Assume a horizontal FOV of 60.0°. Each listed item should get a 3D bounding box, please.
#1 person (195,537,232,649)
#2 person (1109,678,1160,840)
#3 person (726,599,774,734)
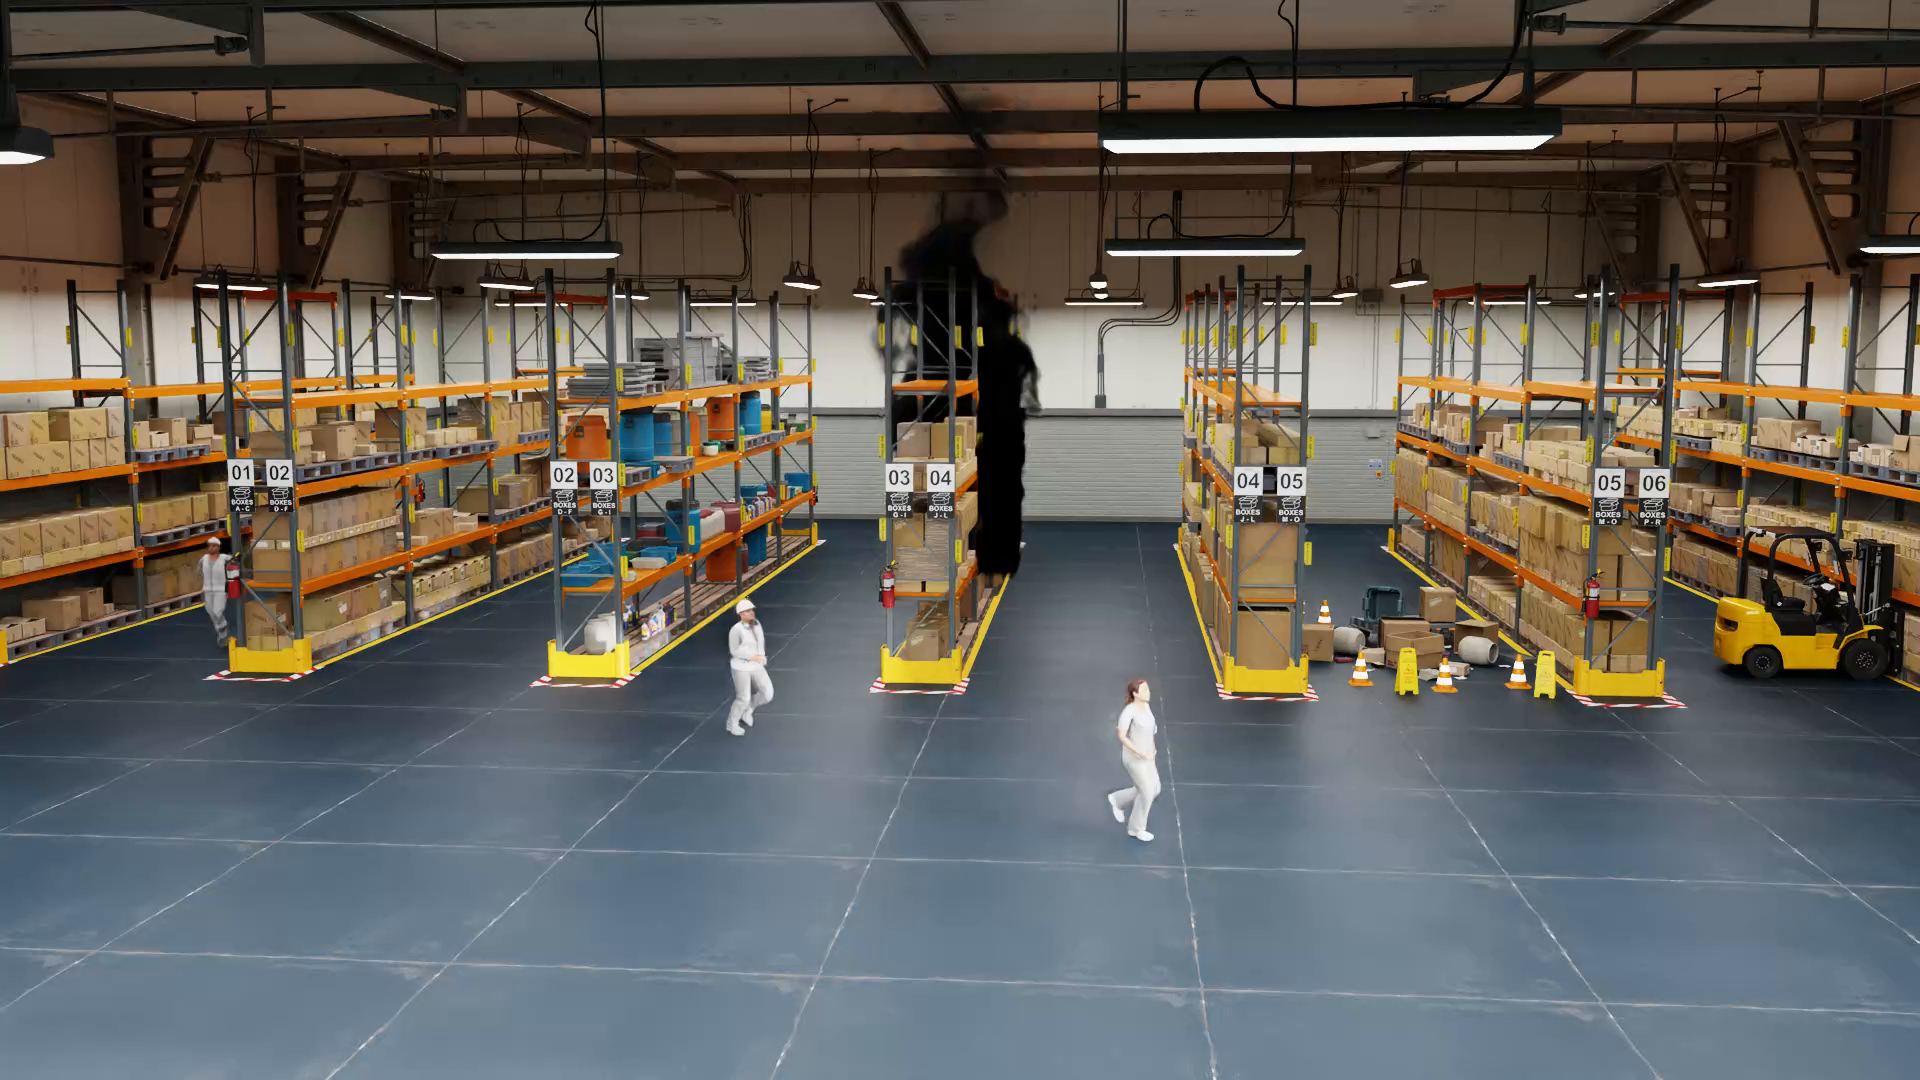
[{"bbox_3d":[-12.029,0.863,26.874,0.635,1.809,0.681,0,7,3],"label":"person"},{"bbox_3d":[1.733,2.177,16.726,0.590,1.627,0.595,5,8,34],"label":"person"},{"bbox_3d":[-2.639,1.600,20.973,0.734,1.729,0.688,6,9,40],"label":"person"}]
